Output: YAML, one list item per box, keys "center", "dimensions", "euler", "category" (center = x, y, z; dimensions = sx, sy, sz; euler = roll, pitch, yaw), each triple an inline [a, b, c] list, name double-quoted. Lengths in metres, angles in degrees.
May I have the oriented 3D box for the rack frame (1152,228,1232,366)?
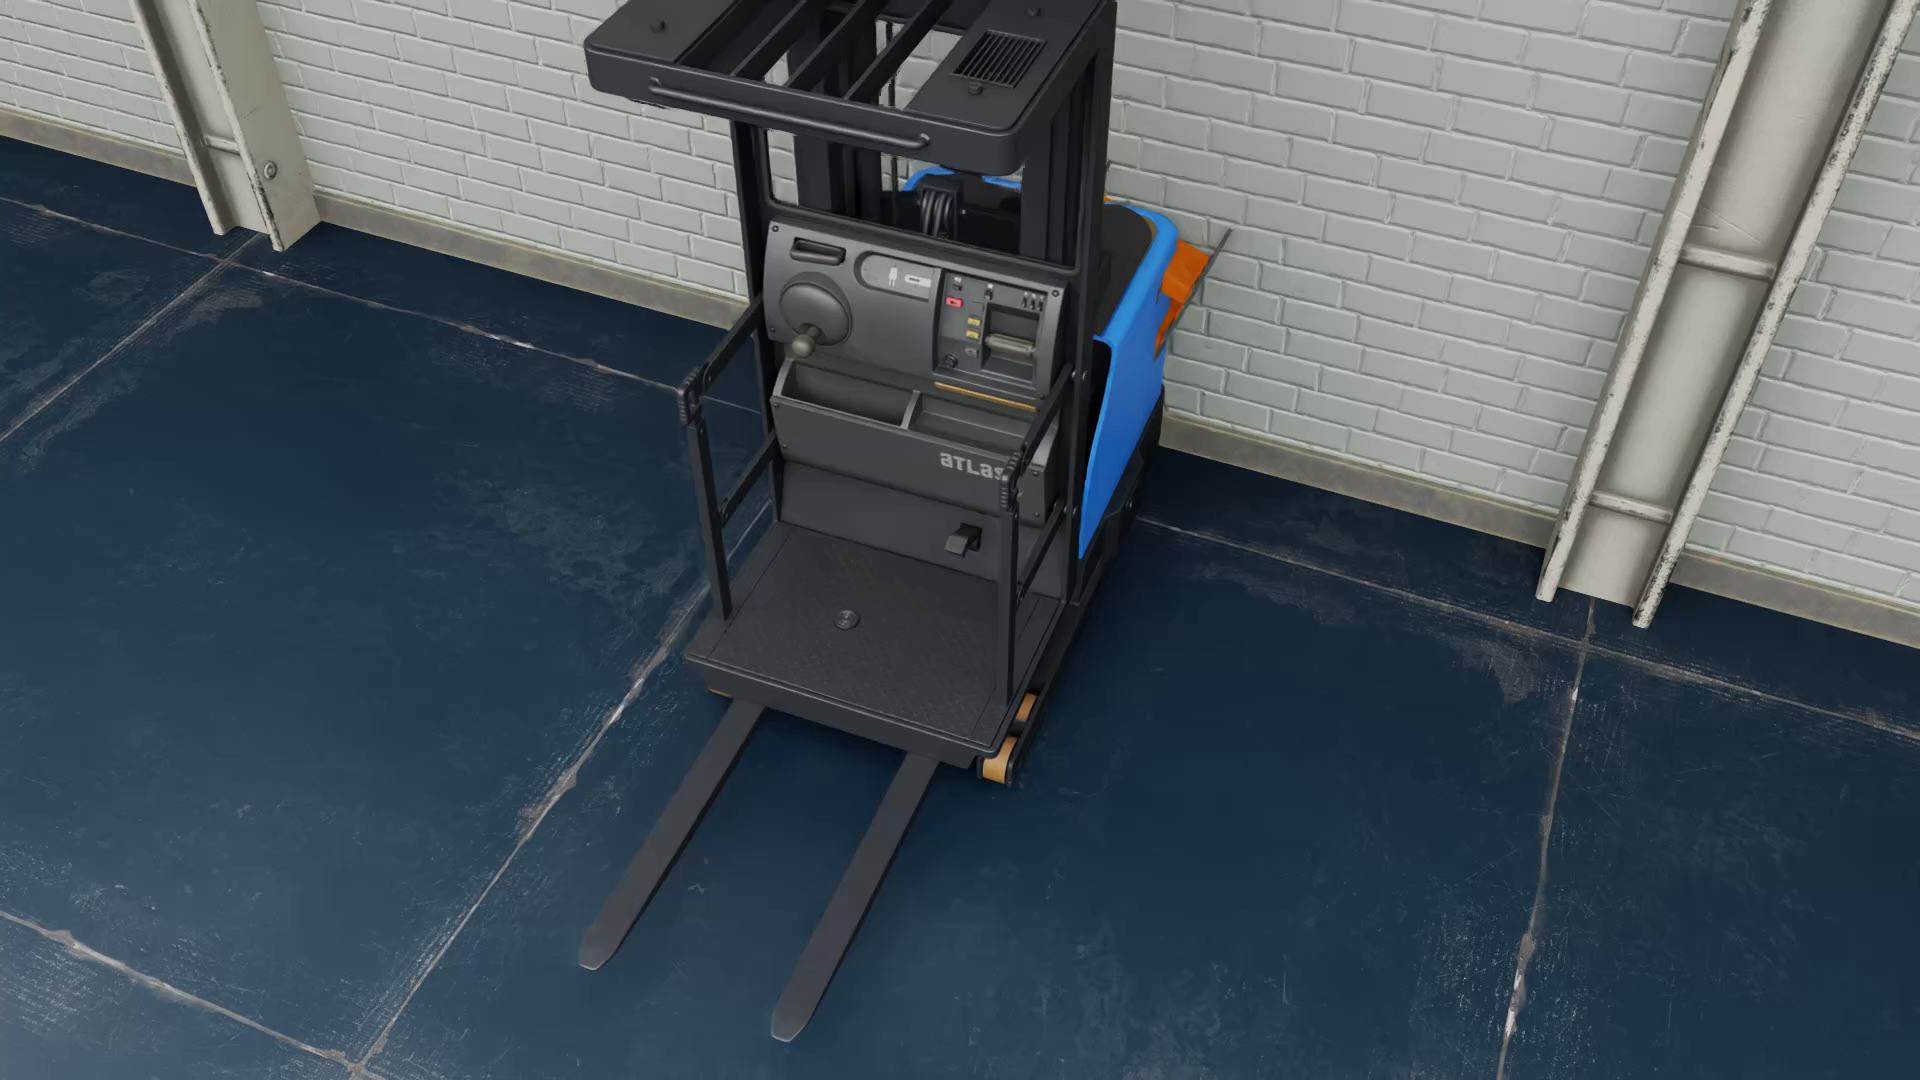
- center: [0.712, -0.656, 6.200]
  dimensions: [0.015, 1.200, 0.240]
  euler: [30, 47, 2]
  category: "rack frame"

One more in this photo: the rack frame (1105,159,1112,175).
- center: [0.292, -0.902, 6.220]
  dimensions: [0.015, 1.200, 0.240]
  euler: [30, 47, 2]
  category: "rack frame"

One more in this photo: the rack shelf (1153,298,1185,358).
- center: [0.552, -0.874, 6.097]
  dimensions: [0.480, 0.148, 0.258]
  euler: [30, 47, 2]
  category: "rack shelf"

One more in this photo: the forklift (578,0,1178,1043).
- center: [-0.224, -0.584, 4.759]
  dimensions: [1.130, 2.935, 3.031]
  euler: [15, 47, 15]
  category: "forklift"

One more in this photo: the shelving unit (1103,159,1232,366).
- center: [0.502, -0.779, 6.210]
  dimensions: [0.503, 1.200, 0.258]
  euler: [30, 47, 2]
  category: "shelving unit"

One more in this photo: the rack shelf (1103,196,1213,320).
- center: [0.628, -1.018, 5.925]
  dimensions: [0.480, 0.148, 0.258]
  euler: [30, 47, 2]
  category: "rack shelf"

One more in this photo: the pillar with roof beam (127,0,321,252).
- center: [-4.864, -1.853, 1.732]
  dimensions: [0.400, 9.000, 9.100]
  euler: [16, 47, 16]
  category: "pillar with roof beam"
